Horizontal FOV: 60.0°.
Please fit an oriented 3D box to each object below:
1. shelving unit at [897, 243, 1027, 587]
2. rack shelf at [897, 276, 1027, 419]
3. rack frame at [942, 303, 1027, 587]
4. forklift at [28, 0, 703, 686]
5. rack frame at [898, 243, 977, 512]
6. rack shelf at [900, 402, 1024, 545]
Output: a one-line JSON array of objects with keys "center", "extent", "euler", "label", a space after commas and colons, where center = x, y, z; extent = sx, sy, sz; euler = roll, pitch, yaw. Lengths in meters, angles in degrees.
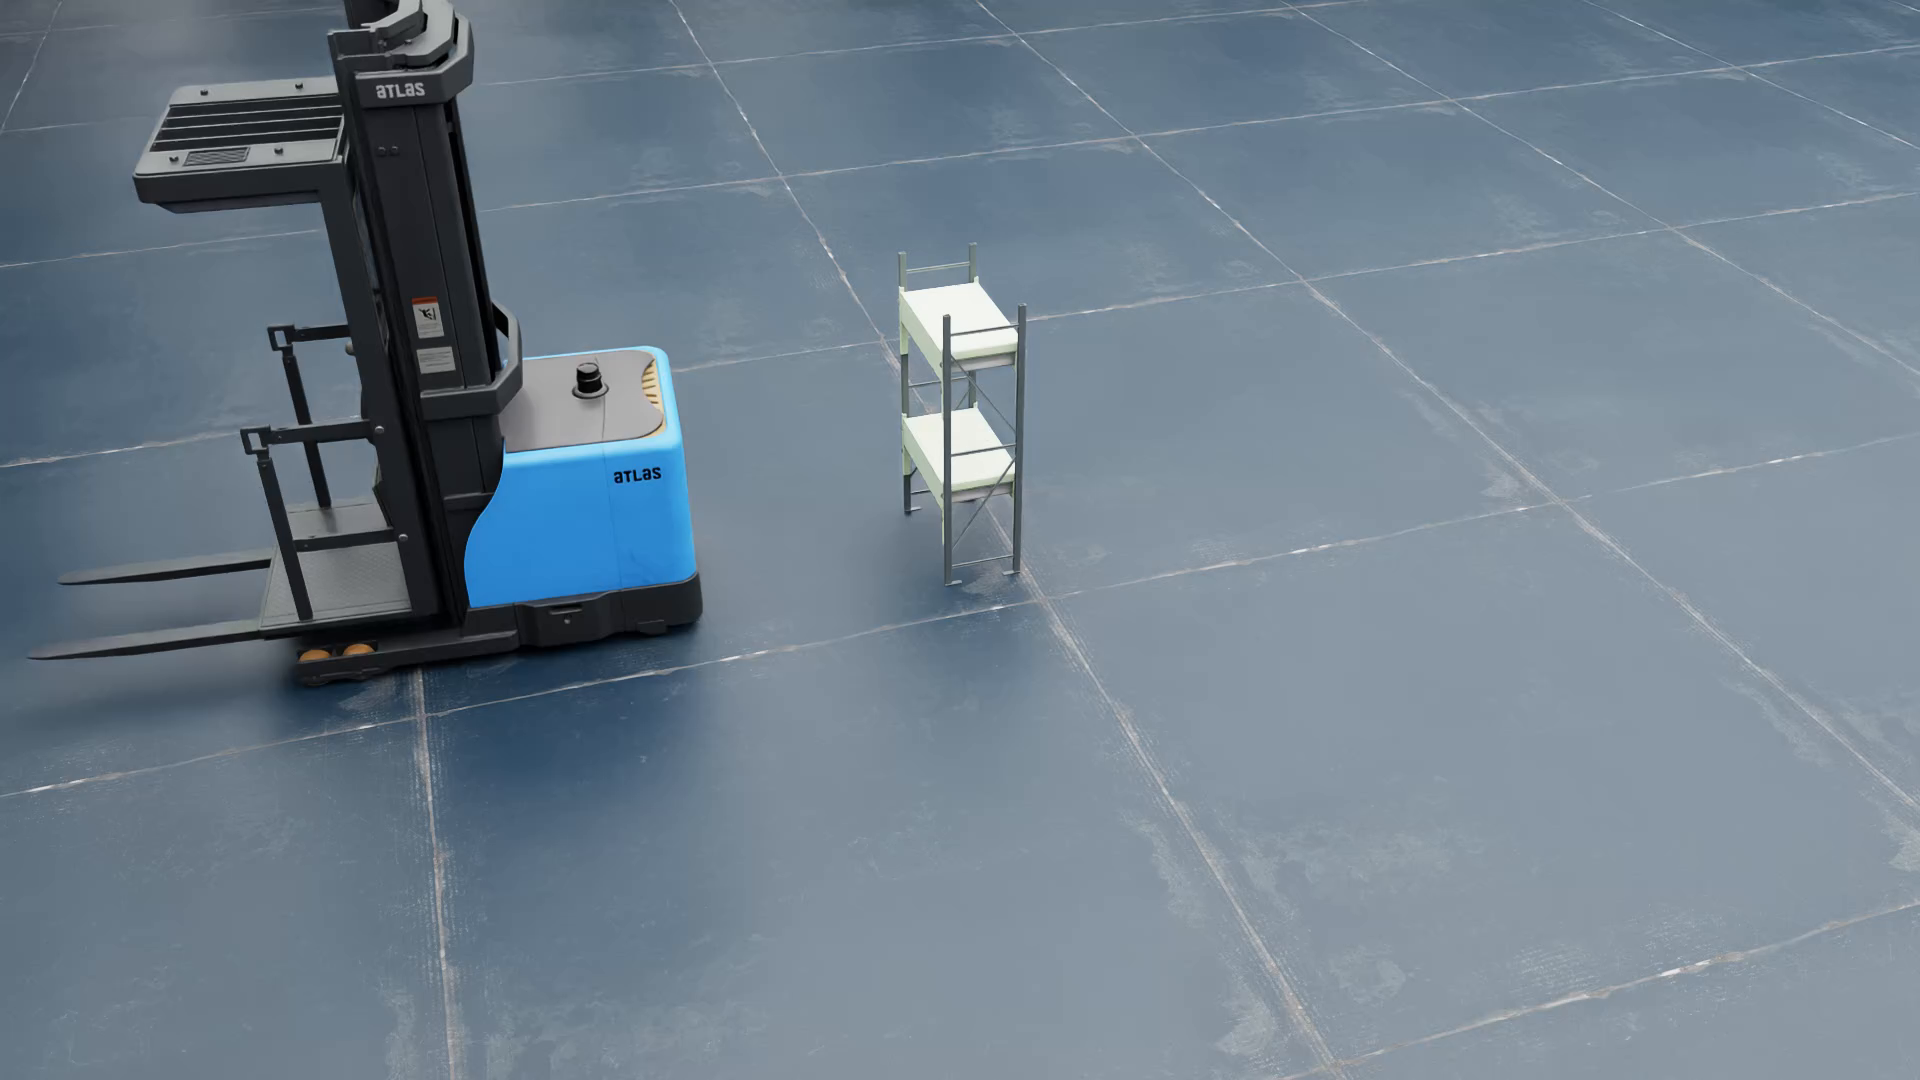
[{"center": [0.002, -0.622, 8.331], "extent": [0.431, 1.500, 0.755], "euler": [-10, 35, -15], "label": "shelving unit"}, {"center": [0.002, -0.948, 8.116], "extent": [0.431, 0.370, 0.720], "euler": [-10, 35, -15], "label": "rack shelf"}, {"center": [0.114, -0.430, 8.040], "extent": [0.400, 1.500, 0.023], "euler": [-10, 35, -15], "label": "rack frame"}, {"center": [-2.824, -0.867, 7.403], "extent": [3.031, 2.935, 1.130], "euler": [-7, 34, -11], "label": "forklift"}, {"center": [-0.110, -0.814, 8.622], "extent": [0.400, 1.500, 0.023], "euler": [-10, 35, -15], "label": "rack frame"}, {"center": [0.002, -0.350, 8.511], "extent": [0.431, 0.370, 0.720], "euler": [-10, 35, -15], "label": "rack shelf"}]
